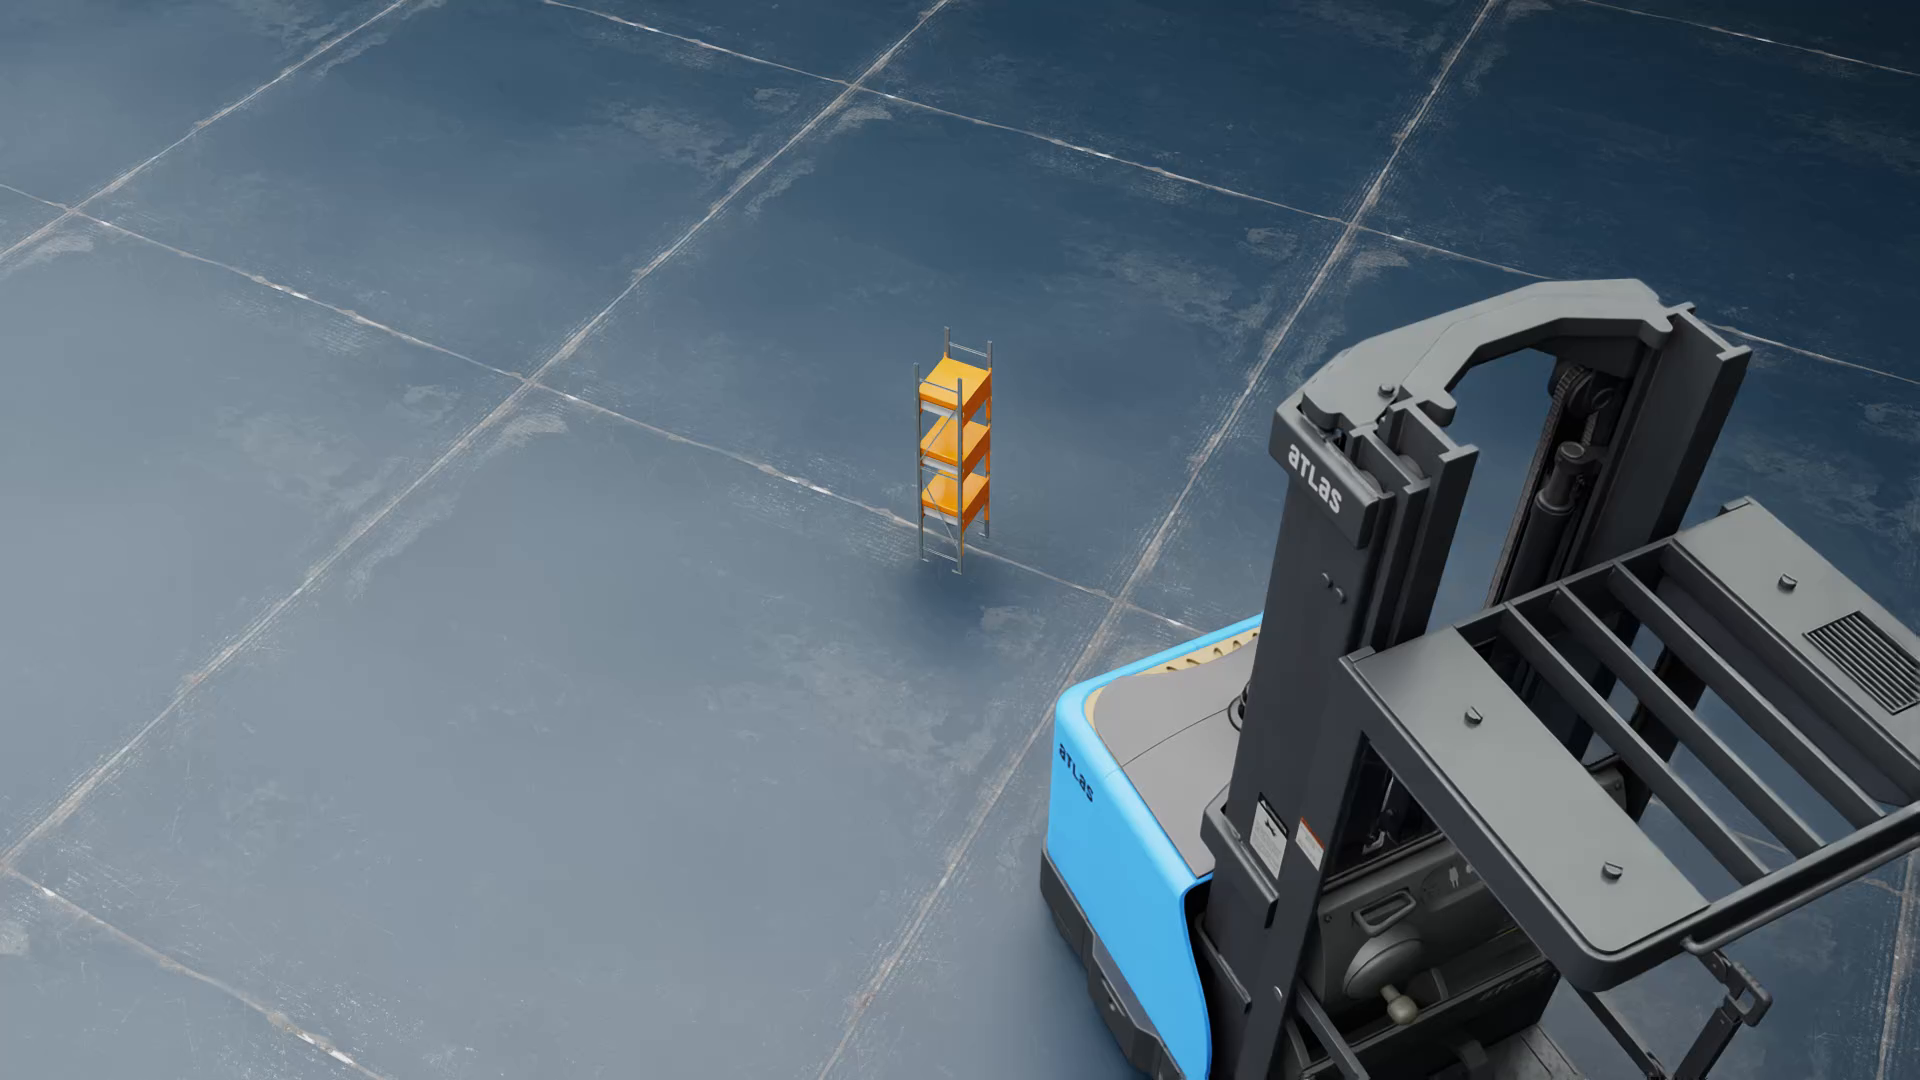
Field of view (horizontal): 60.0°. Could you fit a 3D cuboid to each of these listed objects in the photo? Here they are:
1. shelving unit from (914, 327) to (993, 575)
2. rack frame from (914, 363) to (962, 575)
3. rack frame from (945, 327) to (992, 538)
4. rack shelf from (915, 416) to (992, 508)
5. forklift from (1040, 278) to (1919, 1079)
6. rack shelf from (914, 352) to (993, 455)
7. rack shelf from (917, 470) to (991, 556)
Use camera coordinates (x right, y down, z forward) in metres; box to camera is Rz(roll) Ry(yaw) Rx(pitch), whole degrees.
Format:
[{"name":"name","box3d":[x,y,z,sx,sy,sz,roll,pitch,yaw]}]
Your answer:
[{"name":"shelving unit","box3d":[-0.025,-0.335,6.623,0.215,1.050,0.252,20,49,19]},{"name":"rack frame","box3d":[-0.081,-0.258,6.547,0.200,1.050,0.008,20,49,19]},{"name":"rack frame","box3d":[0.032,-0.412,6.699,0.200,1.050,0.008,20,49,19]},{"name":"rack shelf","box3d":[-0.025,-0.328,6.631,0.215,0.259,0.240,20,49,19]},{"name":"forklift","box3d":[1.372,0.984,3.996,1.130,2.935,3.031,-19,48,-18]},{"name":"rack shelf","box3d":[-0.025,-0.527,6.429,0.215,0.259,0.240,20,49,19]},{"name":"rack shelf","box3d":[-0.025,-0.133,6.828,0.215,0.259,0.240,20,49,19]}]
